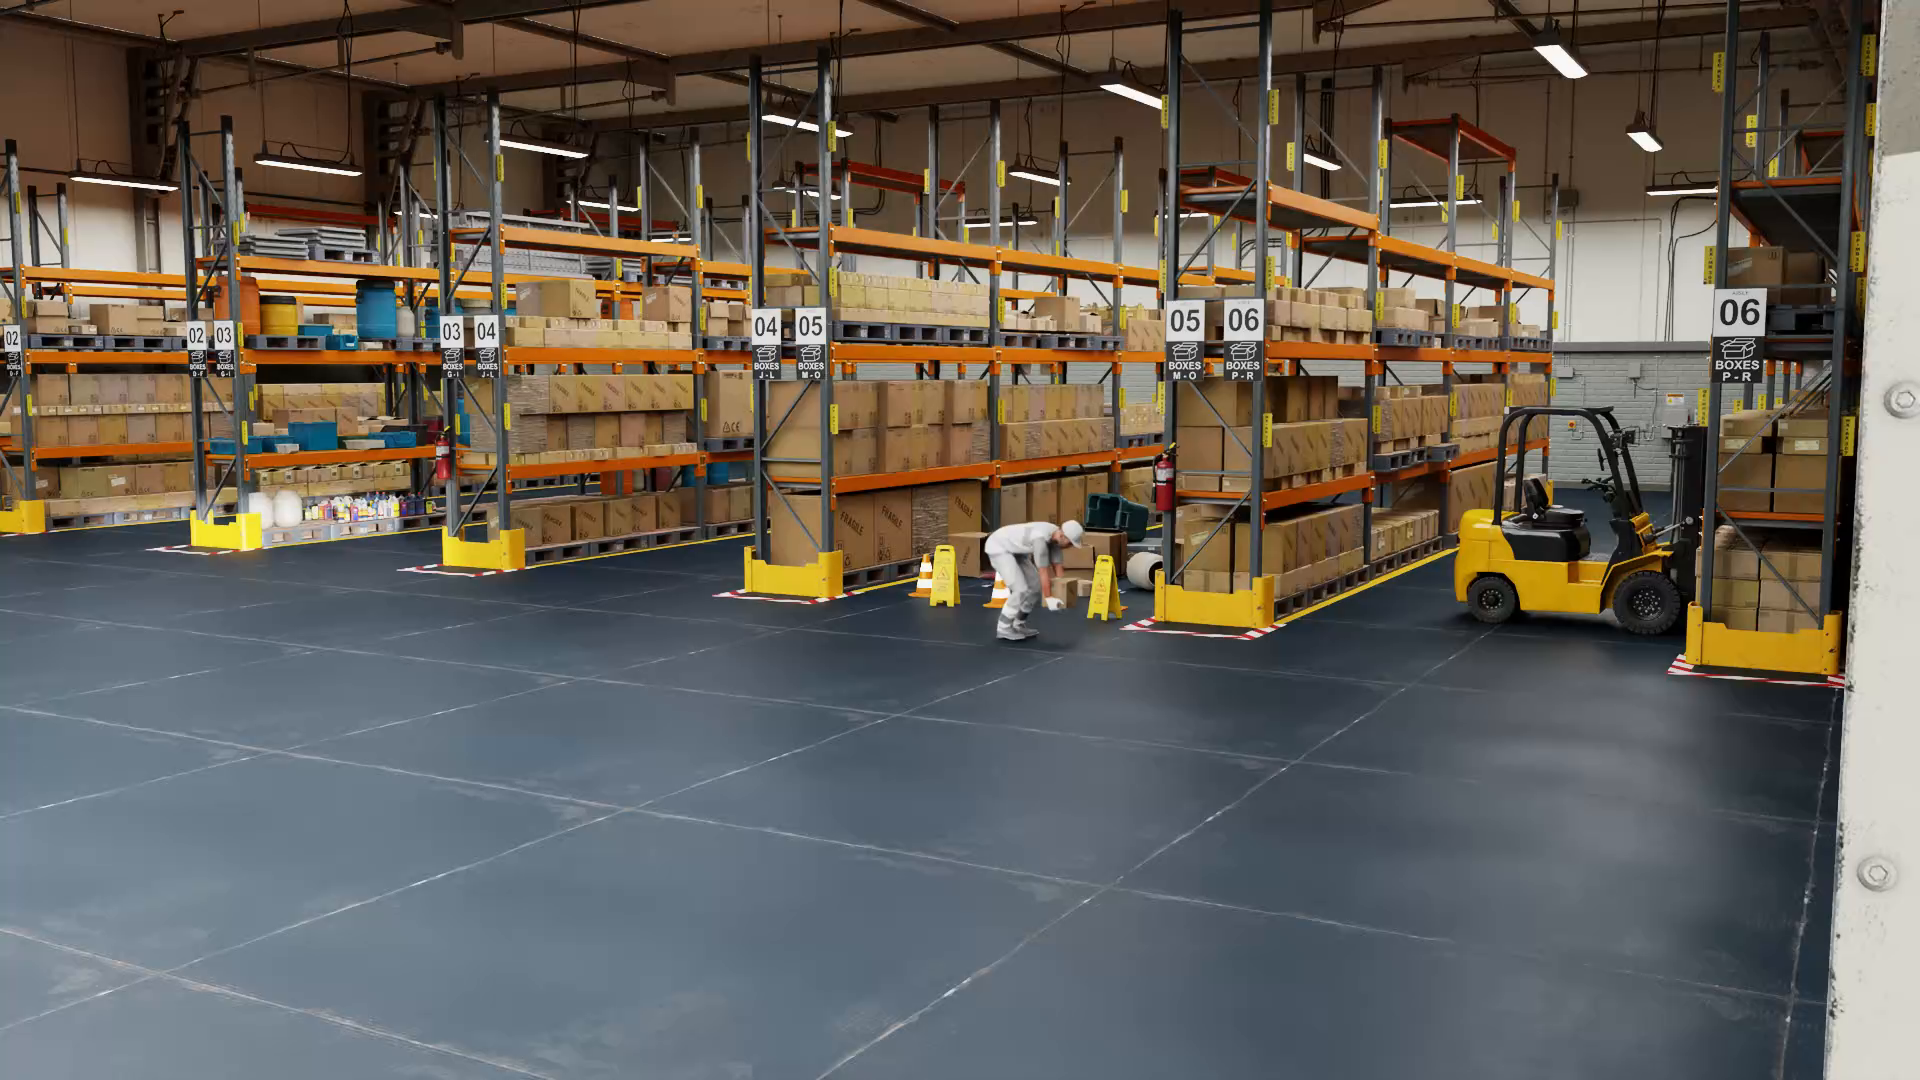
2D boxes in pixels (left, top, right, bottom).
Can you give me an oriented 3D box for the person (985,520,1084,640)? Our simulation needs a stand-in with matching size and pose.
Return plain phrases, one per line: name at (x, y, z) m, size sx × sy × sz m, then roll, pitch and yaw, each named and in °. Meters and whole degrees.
person at (0.705, 0.367, 15.569) m, size 0.951 × 1.135 × 0.522 m, roll 3°, pitch 7°, yaw 26°
